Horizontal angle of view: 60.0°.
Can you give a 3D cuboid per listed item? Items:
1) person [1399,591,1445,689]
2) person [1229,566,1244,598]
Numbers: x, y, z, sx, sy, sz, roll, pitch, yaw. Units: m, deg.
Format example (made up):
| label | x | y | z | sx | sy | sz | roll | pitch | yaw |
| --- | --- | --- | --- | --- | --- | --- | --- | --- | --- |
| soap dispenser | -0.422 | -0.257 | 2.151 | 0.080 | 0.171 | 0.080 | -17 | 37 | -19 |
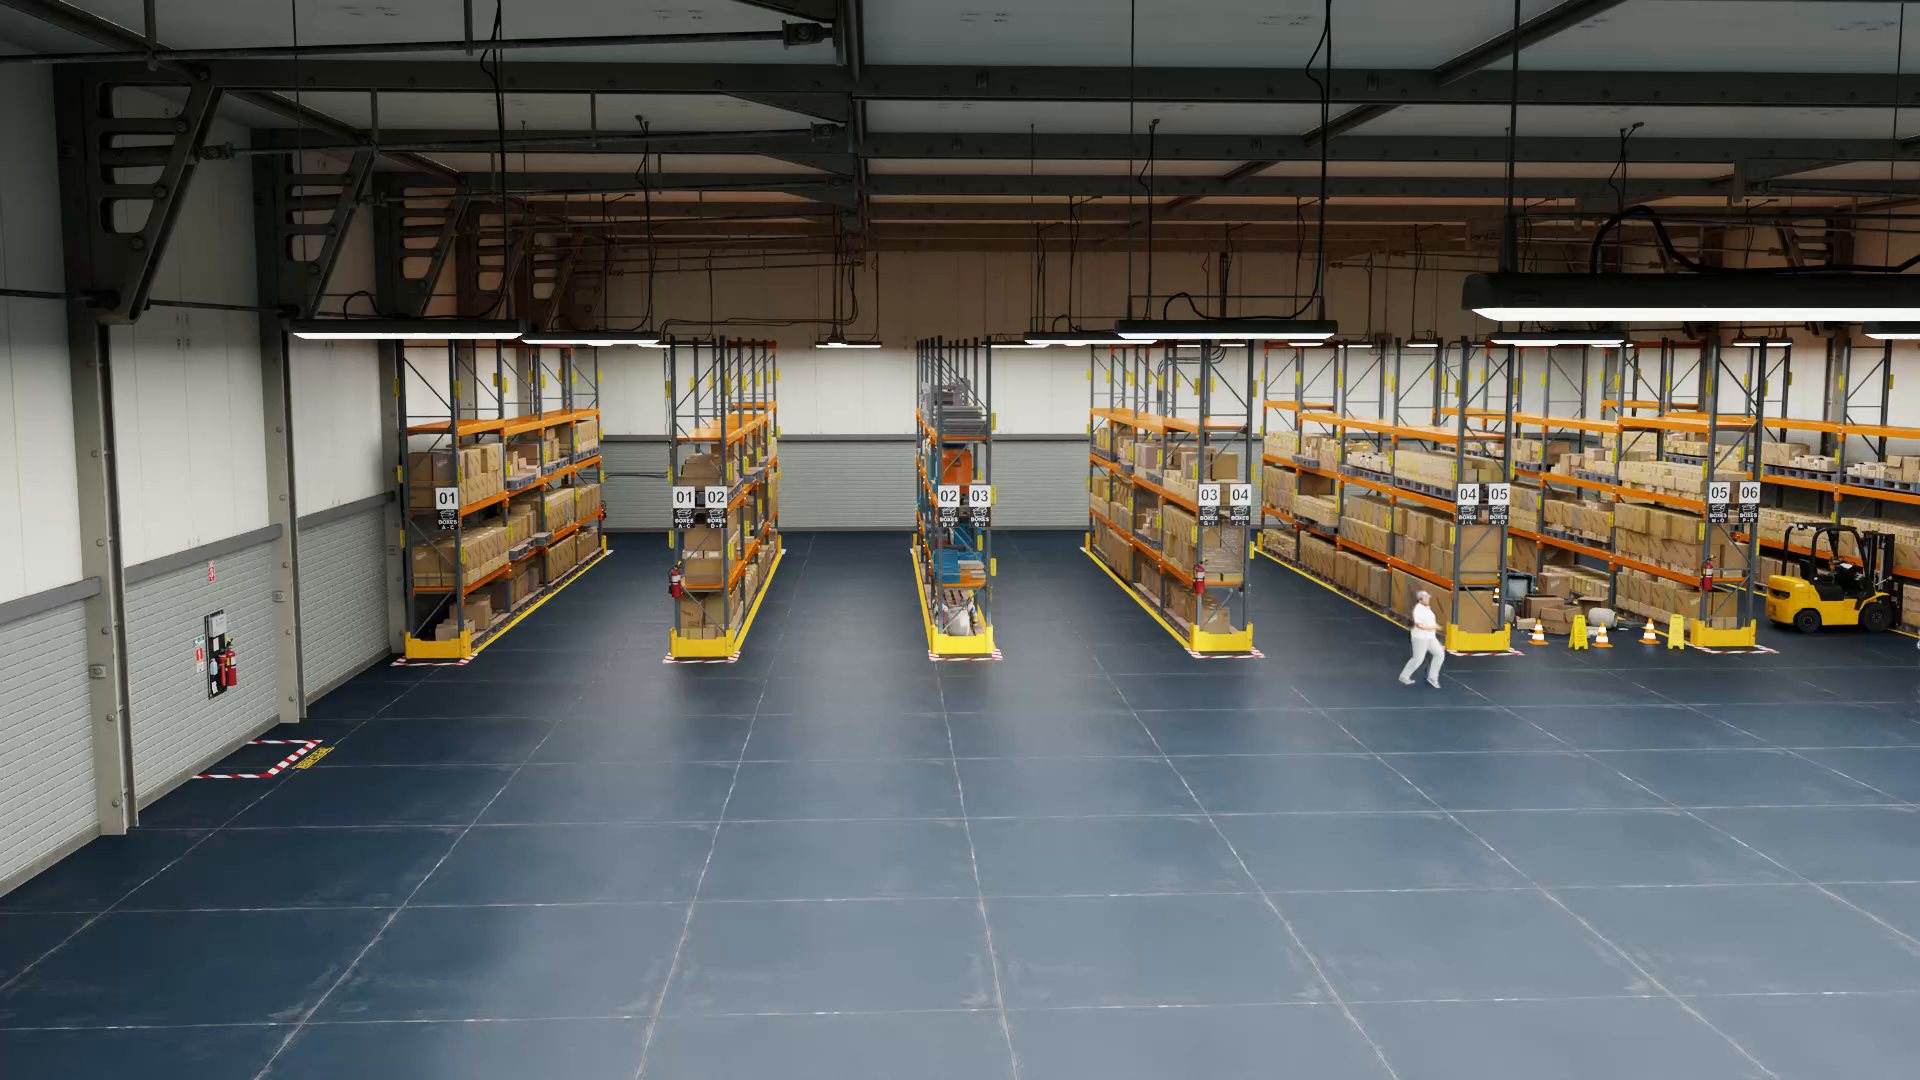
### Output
| label | x | y | z | sx | sy | sz | roll | pitch | yaw |
| --- | --- | --- | --- | --- | --- | --- | --- | --- | --- |
| person | 7.896 | 1.712 | 28.381 | 0.733 | 1.692 | 0.608 | 5 | 8 | 38 |
| person | 6.499 | 0.516 | 38.914 | 0.558 | 1.652 | 0.726 | -1 | 7 | -9 |
